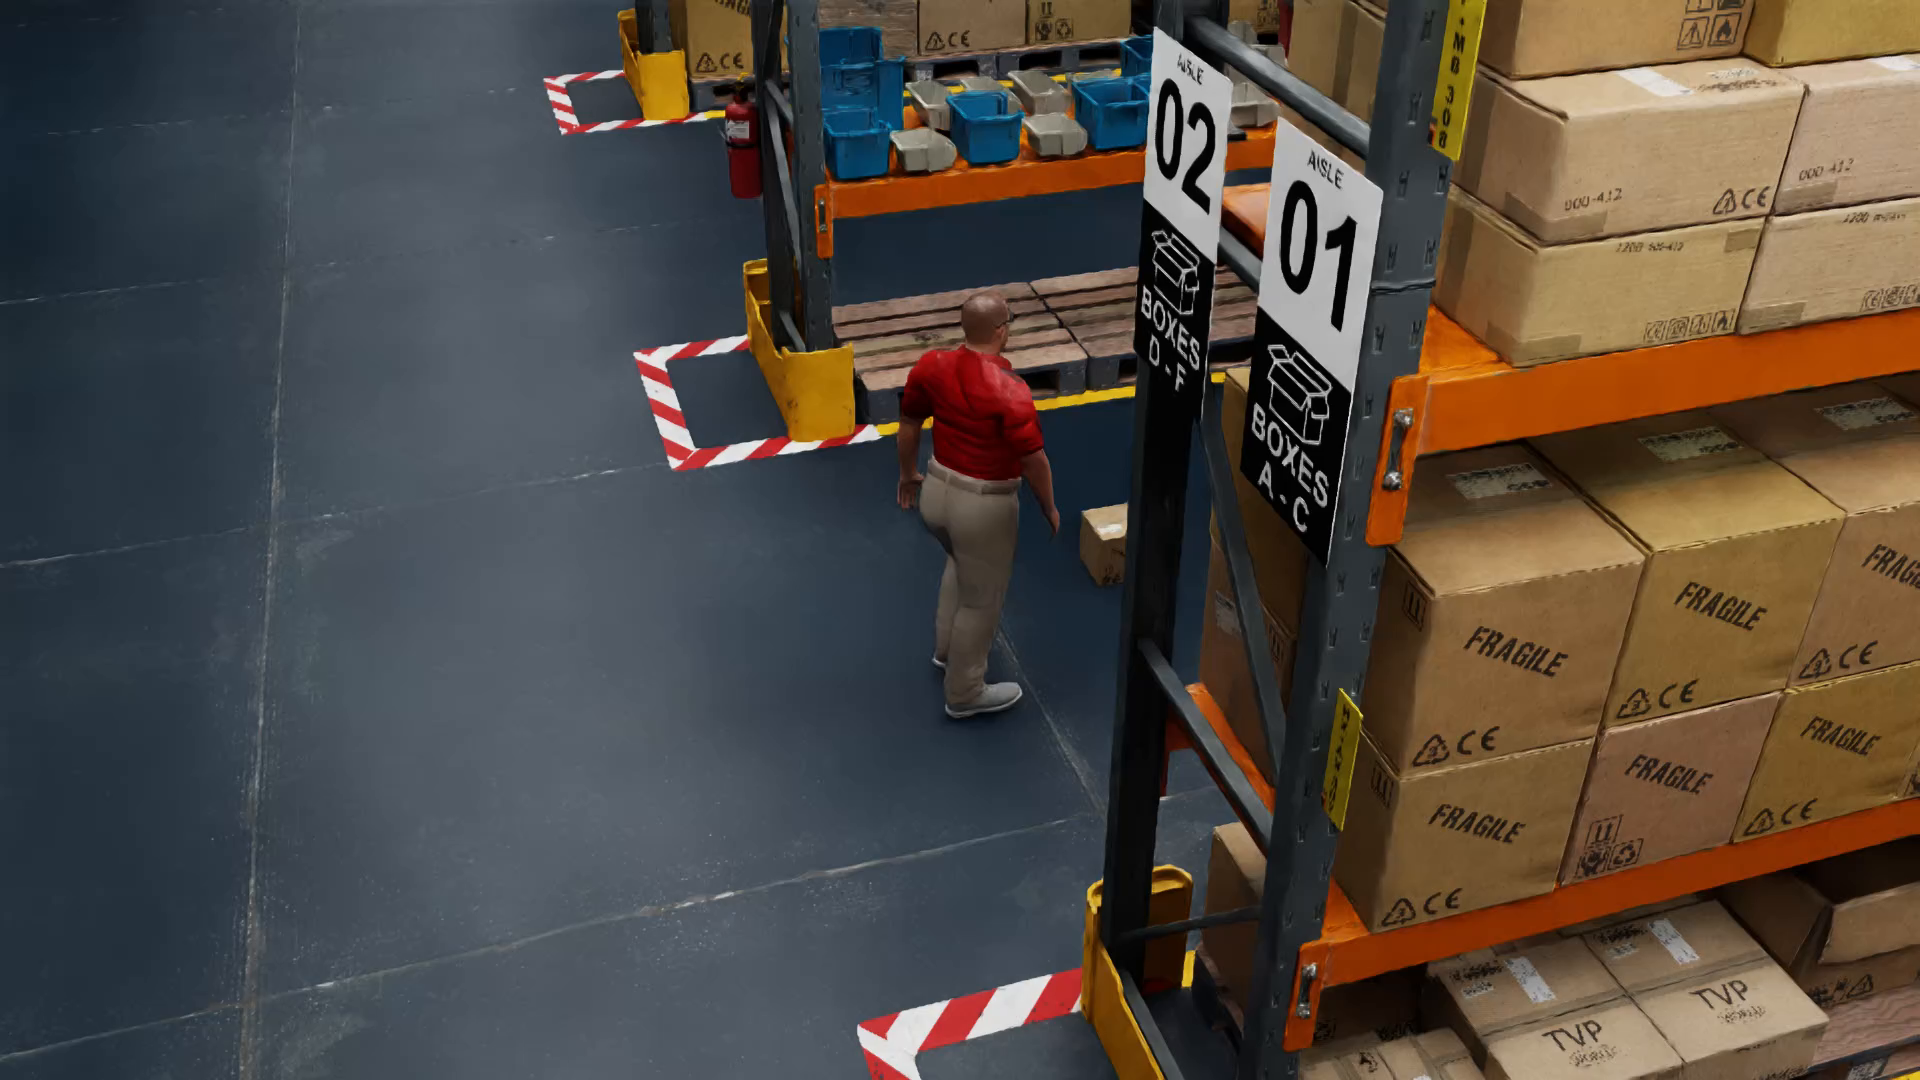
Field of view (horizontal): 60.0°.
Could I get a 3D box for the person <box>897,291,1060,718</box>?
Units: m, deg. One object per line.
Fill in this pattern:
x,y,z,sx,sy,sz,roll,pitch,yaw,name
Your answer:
0.038,-0.148,6.376,0.483,1.705,0.667,-28,43,-35,person
